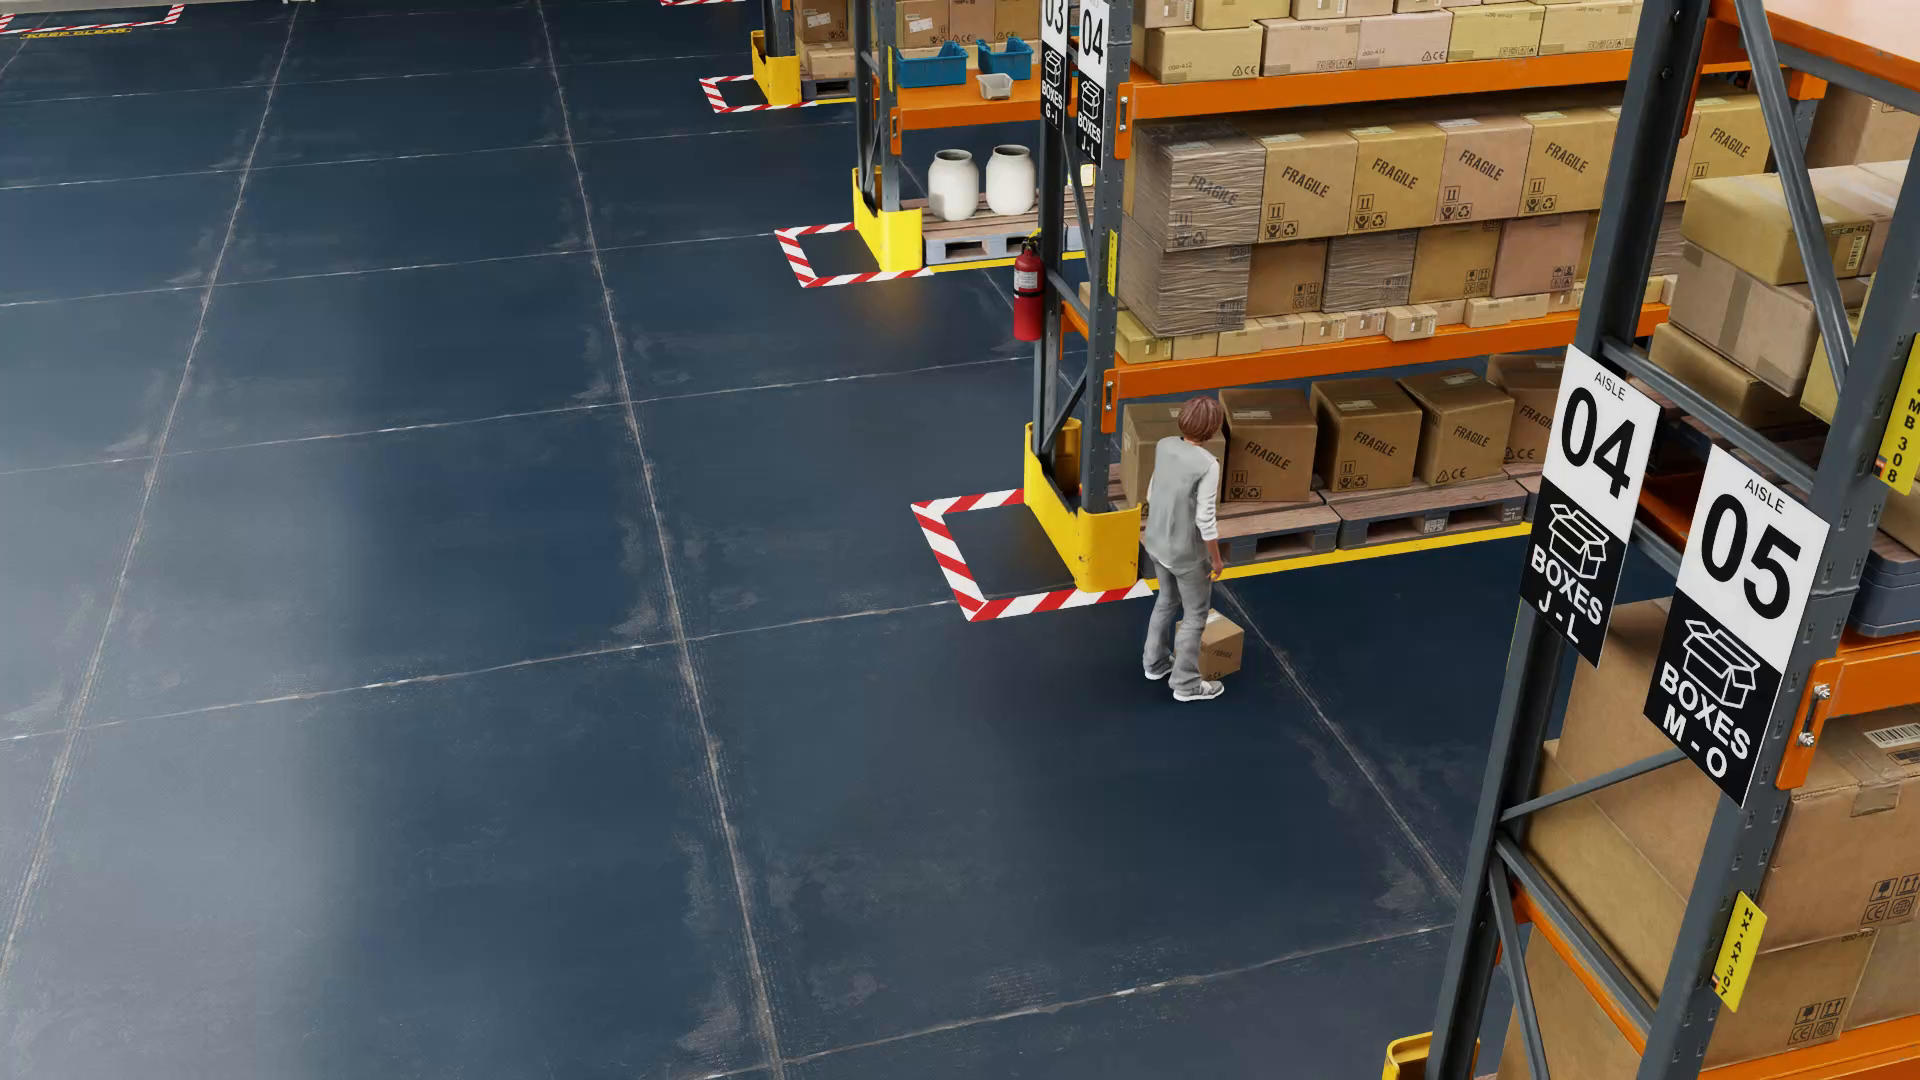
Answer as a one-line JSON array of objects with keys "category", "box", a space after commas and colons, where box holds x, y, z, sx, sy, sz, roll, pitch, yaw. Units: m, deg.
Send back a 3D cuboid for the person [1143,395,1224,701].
[{"category": "person", "box": [1.096, 0.042, 8.167, 0.345, 1.593, 0.481, -19, 35, -28]}]
